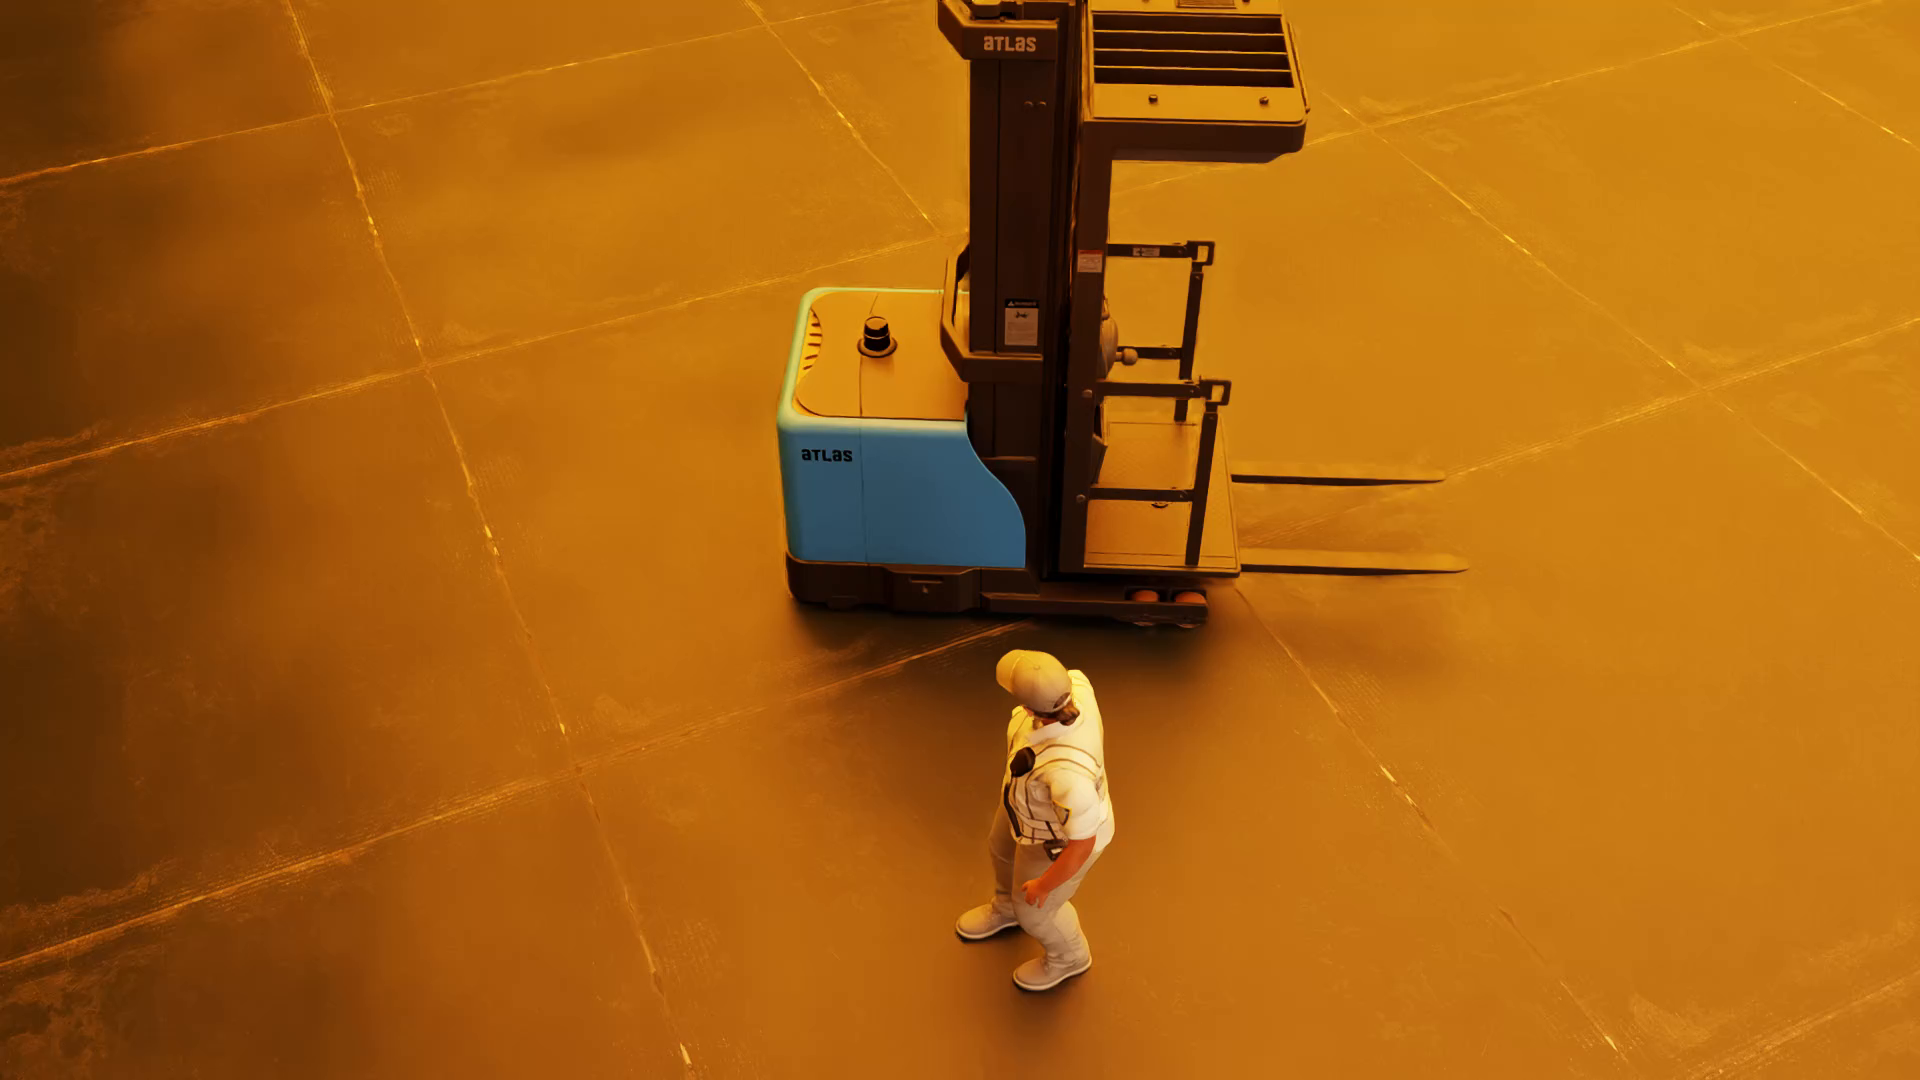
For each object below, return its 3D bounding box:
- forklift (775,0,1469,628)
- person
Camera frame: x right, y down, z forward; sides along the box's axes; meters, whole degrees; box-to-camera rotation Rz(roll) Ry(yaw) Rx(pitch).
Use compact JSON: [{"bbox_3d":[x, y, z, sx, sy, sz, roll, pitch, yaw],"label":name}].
[{"bbox_3d":[0.759,-1.055,6.811,3.031,2.935,1.130,2,43,2],"label":"forklift"},{"bbox_3d":[0.258,0.945,5.610,0.508,1.649,0.683,-5,43,-6],"label":"person"}]
